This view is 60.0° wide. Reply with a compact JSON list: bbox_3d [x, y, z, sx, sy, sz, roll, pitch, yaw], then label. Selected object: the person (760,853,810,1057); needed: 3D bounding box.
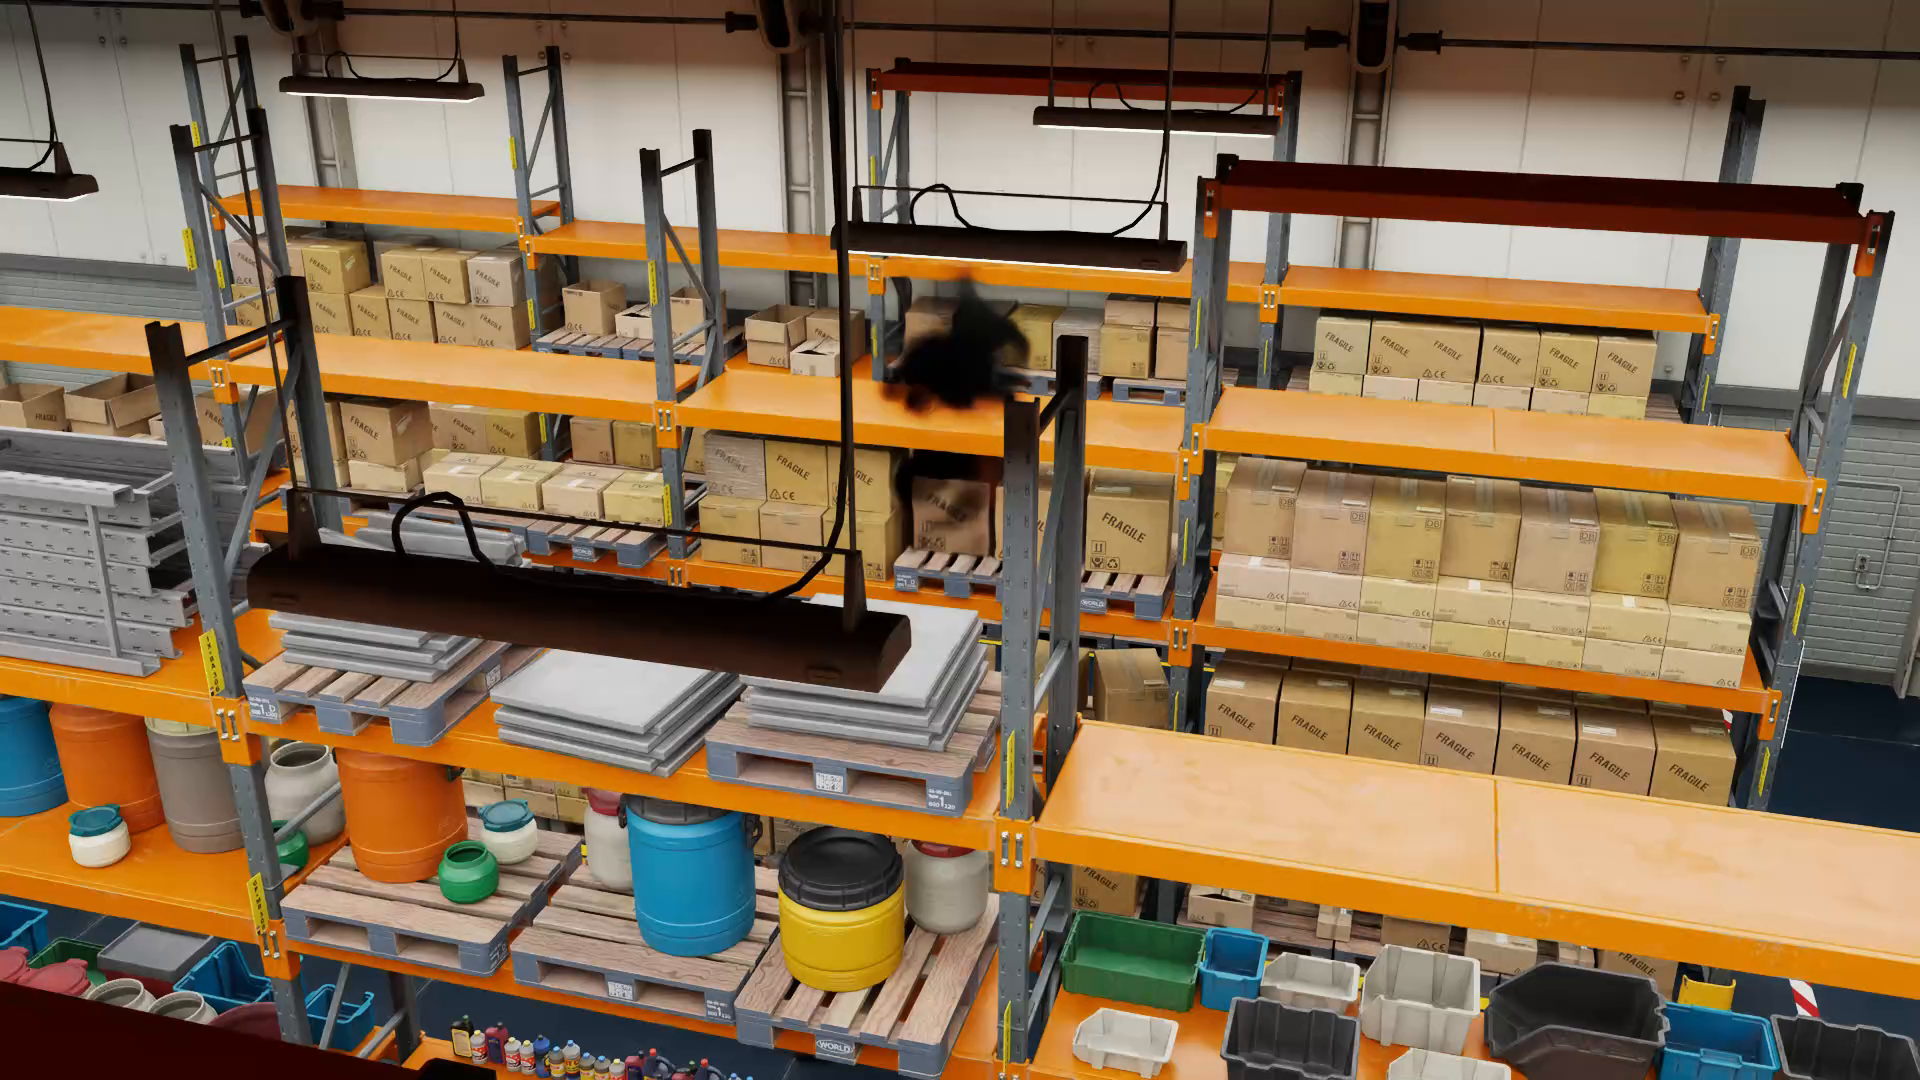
[{"bbox_3d":[-1.281,2.914,11.647,0.718,1.697,0.574,0,23,0],"label":"person"}]
